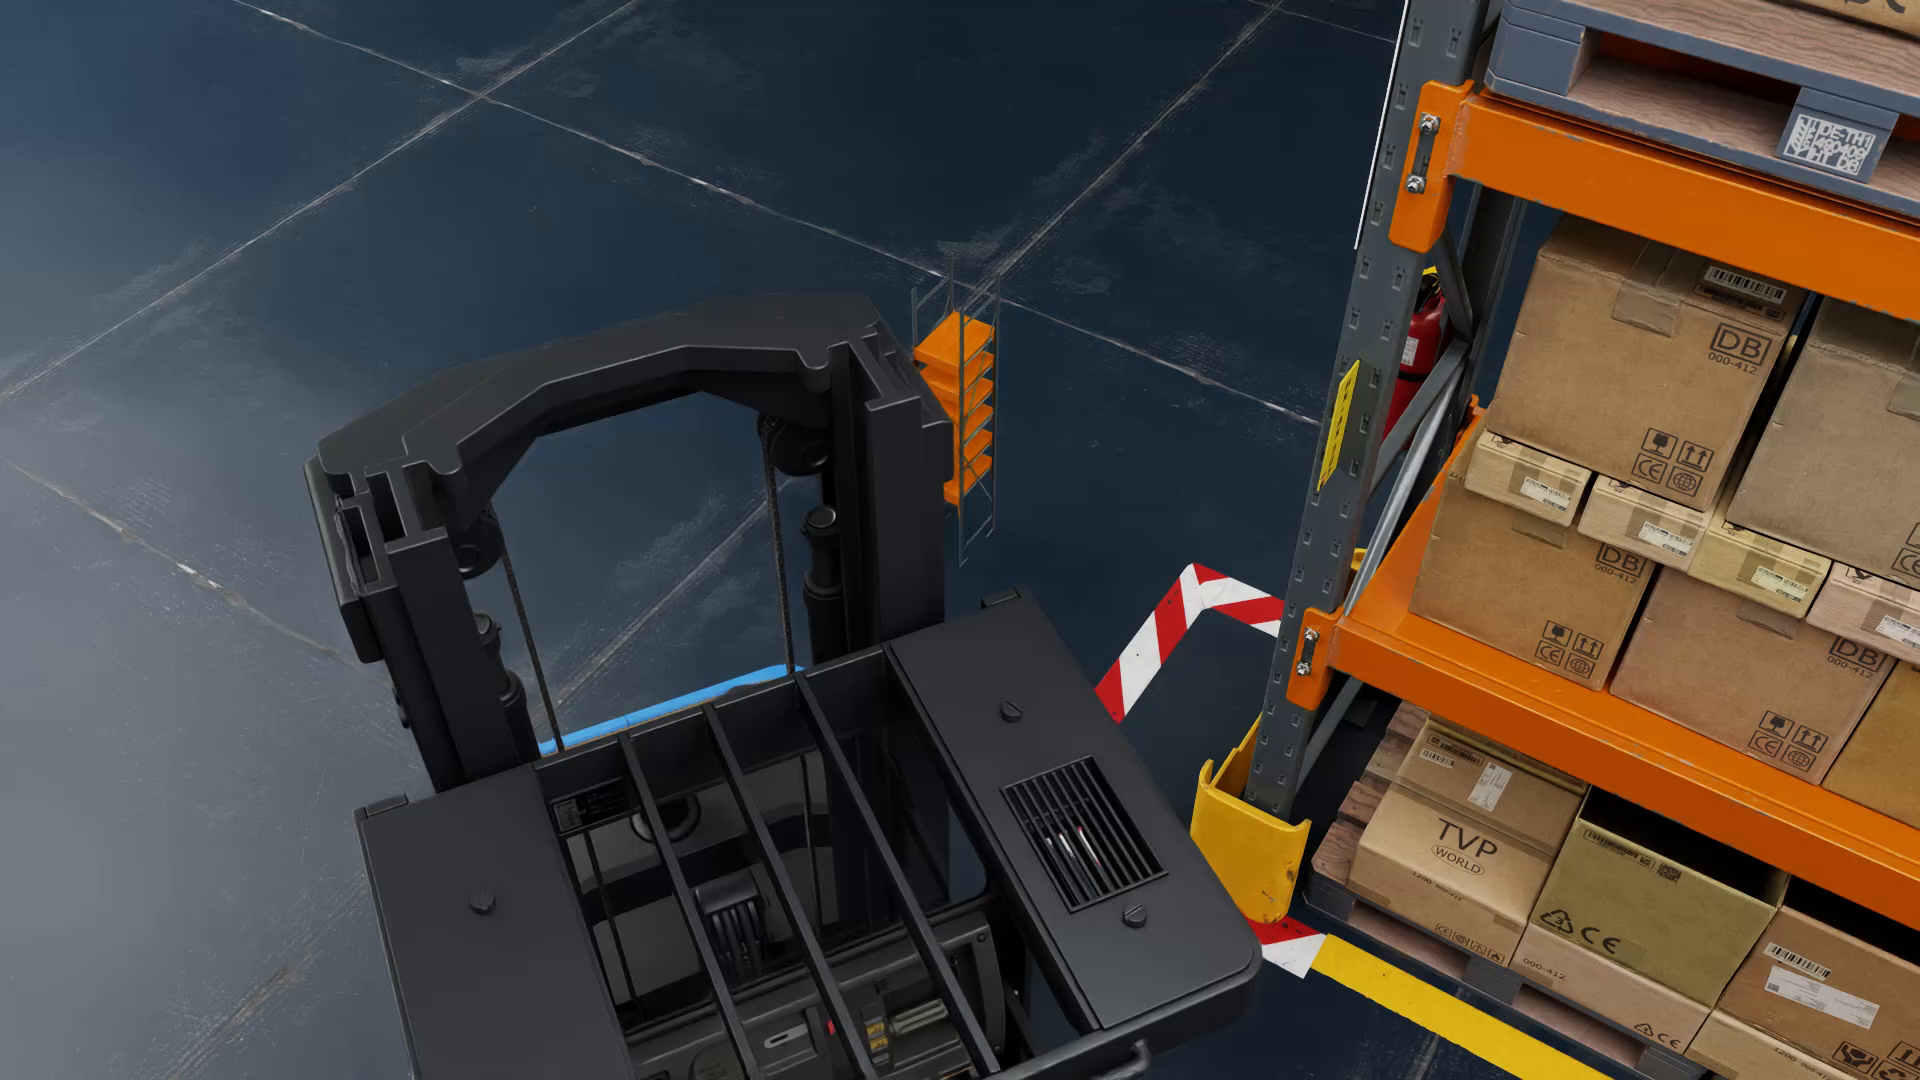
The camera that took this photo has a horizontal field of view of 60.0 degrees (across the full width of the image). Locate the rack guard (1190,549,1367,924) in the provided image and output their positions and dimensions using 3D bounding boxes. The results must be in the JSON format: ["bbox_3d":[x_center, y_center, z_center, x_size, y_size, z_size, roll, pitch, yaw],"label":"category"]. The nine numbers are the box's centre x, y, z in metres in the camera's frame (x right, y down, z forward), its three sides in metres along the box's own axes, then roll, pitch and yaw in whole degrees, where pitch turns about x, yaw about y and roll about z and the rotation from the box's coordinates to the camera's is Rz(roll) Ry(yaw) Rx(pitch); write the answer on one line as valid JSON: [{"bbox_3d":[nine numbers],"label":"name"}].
[{"bbox_3d":[1.136,0.604,5.314,0.348,0.500,1.175,25,51,22],"label":"rack guard"}]

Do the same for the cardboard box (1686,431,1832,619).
[{"bbox_3d":[1.803,-0.039,3.674,0.250,0.149,0.380,25,51,22],"label":"cardboard box"}]

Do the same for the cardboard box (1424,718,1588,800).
[{"bbox_3d":[1.767,0.583,5.216,0.500,0.250,0.500,25,51,22],"label":"cardboard box"}]

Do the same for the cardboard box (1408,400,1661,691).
[{"bbox_3d":[1.542,-0.104,4.190,0.500,0.500,0.700,25,51,22],"label":"cardboard box"}]

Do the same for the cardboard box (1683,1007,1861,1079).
[{"bbox_3d":[2.331,1.281,4.538,0.500,0.250,0.500,25,51,22],"label":"cardboard box"}]

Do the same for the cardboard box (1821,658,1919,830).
[{"bbox_3d":[2.402,0.292,3.805,0.500,0.500,0.700,25,51,22],"label":"cardboard box"}]

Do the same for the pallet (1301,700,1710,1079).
[{"bbox_3d":[1.823,0.985,5.146,1.213,0.211,1.003,25,51,22],"label":"pallet"}]

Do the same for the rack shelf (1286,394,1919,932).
[{"bbox_3d":[2.840,0.767,3.914,4.000,0.370,1.077,25,51,22],"label":"rack shelf"}]

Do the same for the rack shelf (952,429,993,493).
[{"bbox_3d":[-0.012,-0.309,5.943,0.180,0.103,0.258,25,51,22],"label":"rack shelf"}]

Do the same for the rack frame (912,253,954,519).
[{"bbox_3d":[-0.089,-0.459,5.860,0.006,1.200,0.240,25,51,22],"label":"rack frame"}]

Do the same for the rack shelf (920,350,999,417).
[{"bbox_3d":[-0.012,-0.560,5.685,0.180,0.103,0.258,25,51,22],"label":"rack shelf"}]

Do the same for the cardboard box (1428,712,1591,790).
[{"bbox_3d":[1.768,0.321,4.948,0.500,0.500,0.500,25,51,22],"label":"cardboard box"}]

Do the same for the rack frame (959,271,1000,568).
[{"bbox_3d":[0.065,-0.388,5.791,0.006,1.200,0.240,25,51,22],"label":"rack frame"}]

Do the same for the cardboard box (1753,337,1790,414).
[{"bbox_3d":[1.802,-0.385,4.011,0.250,0.149,0.380,26,51,23],"label":"cardboard box"}]

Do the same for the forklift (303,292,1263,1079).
[{"bbox_3d":[-0.260,1.145,3.093,1.130,2.935,3.031,-18,48,-17],"label":"forklift"}]

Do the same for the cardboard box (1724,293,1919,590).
[{"bbox_3d":[2.033,-0.335,3.510,0.500,0.500,0.700,23,50,21],"label":"cardboard box"}]

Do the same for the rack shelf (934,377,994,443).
[{"bbox_3d":[-0.012,-0.476,5.771,0.180,0.103,0.258,25,51,22],"label":"rack shelf"}]

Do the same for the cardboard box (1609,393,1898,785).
[{"bbox_3d":[1.987,0.096,3.995,0.500,0.500,0.700,26,51,23],"label":"cardboard box"}]

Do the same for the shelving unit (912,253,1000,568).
[{"bbox_3d":[-0.012,-0.424,5.825,0.189,1.200,0.258,25,51,22],"label":"shelving unit"}]

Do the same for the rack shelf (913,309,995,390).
[{"bbox_3d":[-0.012,-0.644,5.599,0.180,0.103,0.258,25,51,22],"label":"rack shelf"}]

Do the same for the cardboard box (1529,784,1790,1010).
[{"bbox_3d":[1.910,0.827,4.456,0.500,0.500,0.500,25,51,22],"label":"cardboard box"}]

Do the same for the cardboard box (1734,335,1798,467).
[{"bbox_3d":[2.017,-0.286,3.915,0.250,0.149,0.380,24,50,22],"label":"cardboard box"}]

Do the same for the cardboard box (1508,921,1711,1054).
[{"bbox_3d":[1.911,1.087,4.726,0.500,0.250,0.500,25,51,22],"label":"cardboard box"}]

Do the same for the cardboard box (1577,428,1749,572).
[{"bbox_3d":[1.594,-0.136,3.769,0.250,0.149,0.380,23,50,21],"label":"cardboard box"}]

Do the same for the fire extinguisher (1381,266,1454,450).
[{"bbox_3d":[1.308,-0.557,4.754,0.183,0.674,0.296,25,51,22],"label":"fire extinguisher"}]

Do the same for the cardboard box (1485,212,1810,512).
[{"bbox_3d":[1.587,-0.536,3.705,0.500,0.500,0.700,25,51,22],"label":"cardboard box"}]

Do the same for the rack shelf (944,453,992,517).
[{"bbox_3d":[-0.012,-0.226,6.029,0.180,0.103,0.258,25,51,22],"label":"rack shelf"}]

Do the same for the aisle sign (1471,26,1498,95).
[{"bbox_3d":[1.260,-1.366,3.674,0.004,0.787,0.394,25,51,22],"label":"aisle sign"}]

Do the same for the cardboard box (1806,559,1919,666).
[{"bbox_3d":[2.015,0.060,3.578,0.250,0.149,0.380,24,50,22],"label":"cardboard box"}]

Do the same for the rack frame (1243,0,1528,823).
[{"bbox_3d":[1.156,-0.258,4.409,0.127,3.000,1.000,25,51,22],"label":"rack frame"}]

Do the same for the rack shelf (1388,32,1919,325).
[{"bbox_3d":[2.840,-0.278,2.839,4.000,0.370,1.077,25,51,22],"label":"rack shelf"}]

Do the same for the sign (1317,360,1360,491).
[{"bbox_3d":[0.852,-0.254,3.747,0.005,0.325,0.100,25,51,22],"label":"sign"}]

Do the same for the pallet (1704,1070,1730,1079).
[{"bbox_3d":[2.846,1.458,4.686,1.213,0.211,1.003,25,51,22],"label":"pallet"}]

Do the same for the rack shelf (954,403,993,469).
[{"bbox_3d":[-0.012,-0.393,5.857,0.180,0.103,0.258,25,51,22],"label":"rack shelf"}]

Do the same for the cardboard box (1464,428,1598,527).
[{"bbox_3d":[1.370,-0.237,3.866,0.250,0.149,0.380,24,51,22],"label":"cardboard box"}]

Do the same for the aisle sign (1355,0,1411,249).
[{"bbox_3d":[0.936,-1.004,3.322,0.004,0.787,0.394,25,51,22],"label":"aisle sign"}]

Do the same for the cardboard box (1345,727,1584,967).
[{"bbox_3d":[1.488,0.896,4.912,0.500,0.250,0.500,25,51,22],"label":"cardboard box"}]

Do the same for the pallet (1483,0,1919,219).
[{"bbox_3d":[1.738,-0.983,3.084,1.213,0.211,1.003,25,51,22],"label":"pallet"}]

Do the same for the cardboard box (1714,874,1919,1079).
[{"bbox_3d":[2.337,1.013,4.276,0.500,0.500,0.500,25,51,22],"label":"cardboard box"}]
